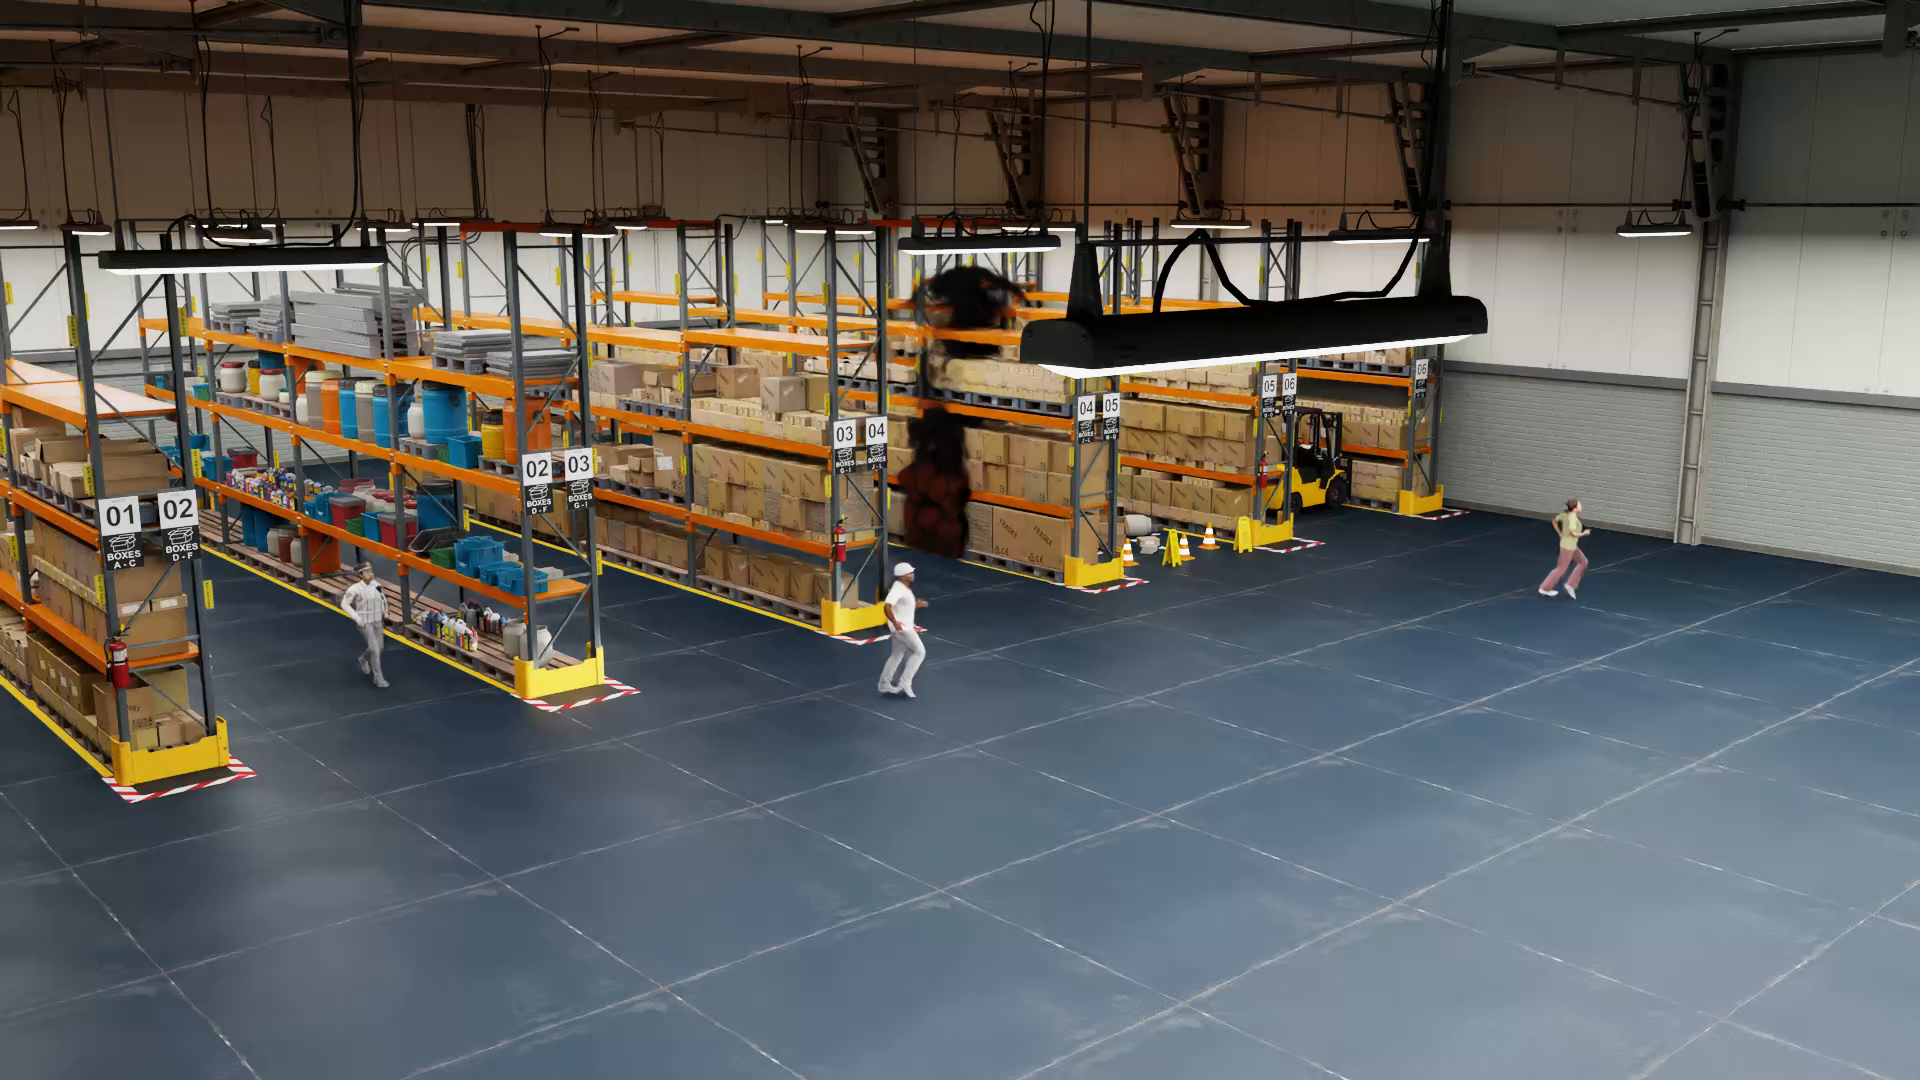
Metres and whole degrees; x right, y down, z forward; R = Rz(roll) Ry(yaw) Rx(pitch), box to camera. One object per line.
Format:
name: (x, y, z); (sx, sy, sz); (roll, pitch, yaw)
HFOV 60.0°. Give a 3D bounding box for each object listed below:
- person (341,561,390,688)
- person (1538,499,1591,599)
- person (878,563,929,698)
person: (-7.915, 1.101, 22.203); (0.699, 1.687, 0.625); (8, 14, 35)
person: (9.817, 0.154, 26.946); (0.748, 1.677, 0.562); (3, 12, 13)
person: (-0.732, 1.175, 21.688); (0.722, 1.803, 0.663); (-2, 12, -12)
